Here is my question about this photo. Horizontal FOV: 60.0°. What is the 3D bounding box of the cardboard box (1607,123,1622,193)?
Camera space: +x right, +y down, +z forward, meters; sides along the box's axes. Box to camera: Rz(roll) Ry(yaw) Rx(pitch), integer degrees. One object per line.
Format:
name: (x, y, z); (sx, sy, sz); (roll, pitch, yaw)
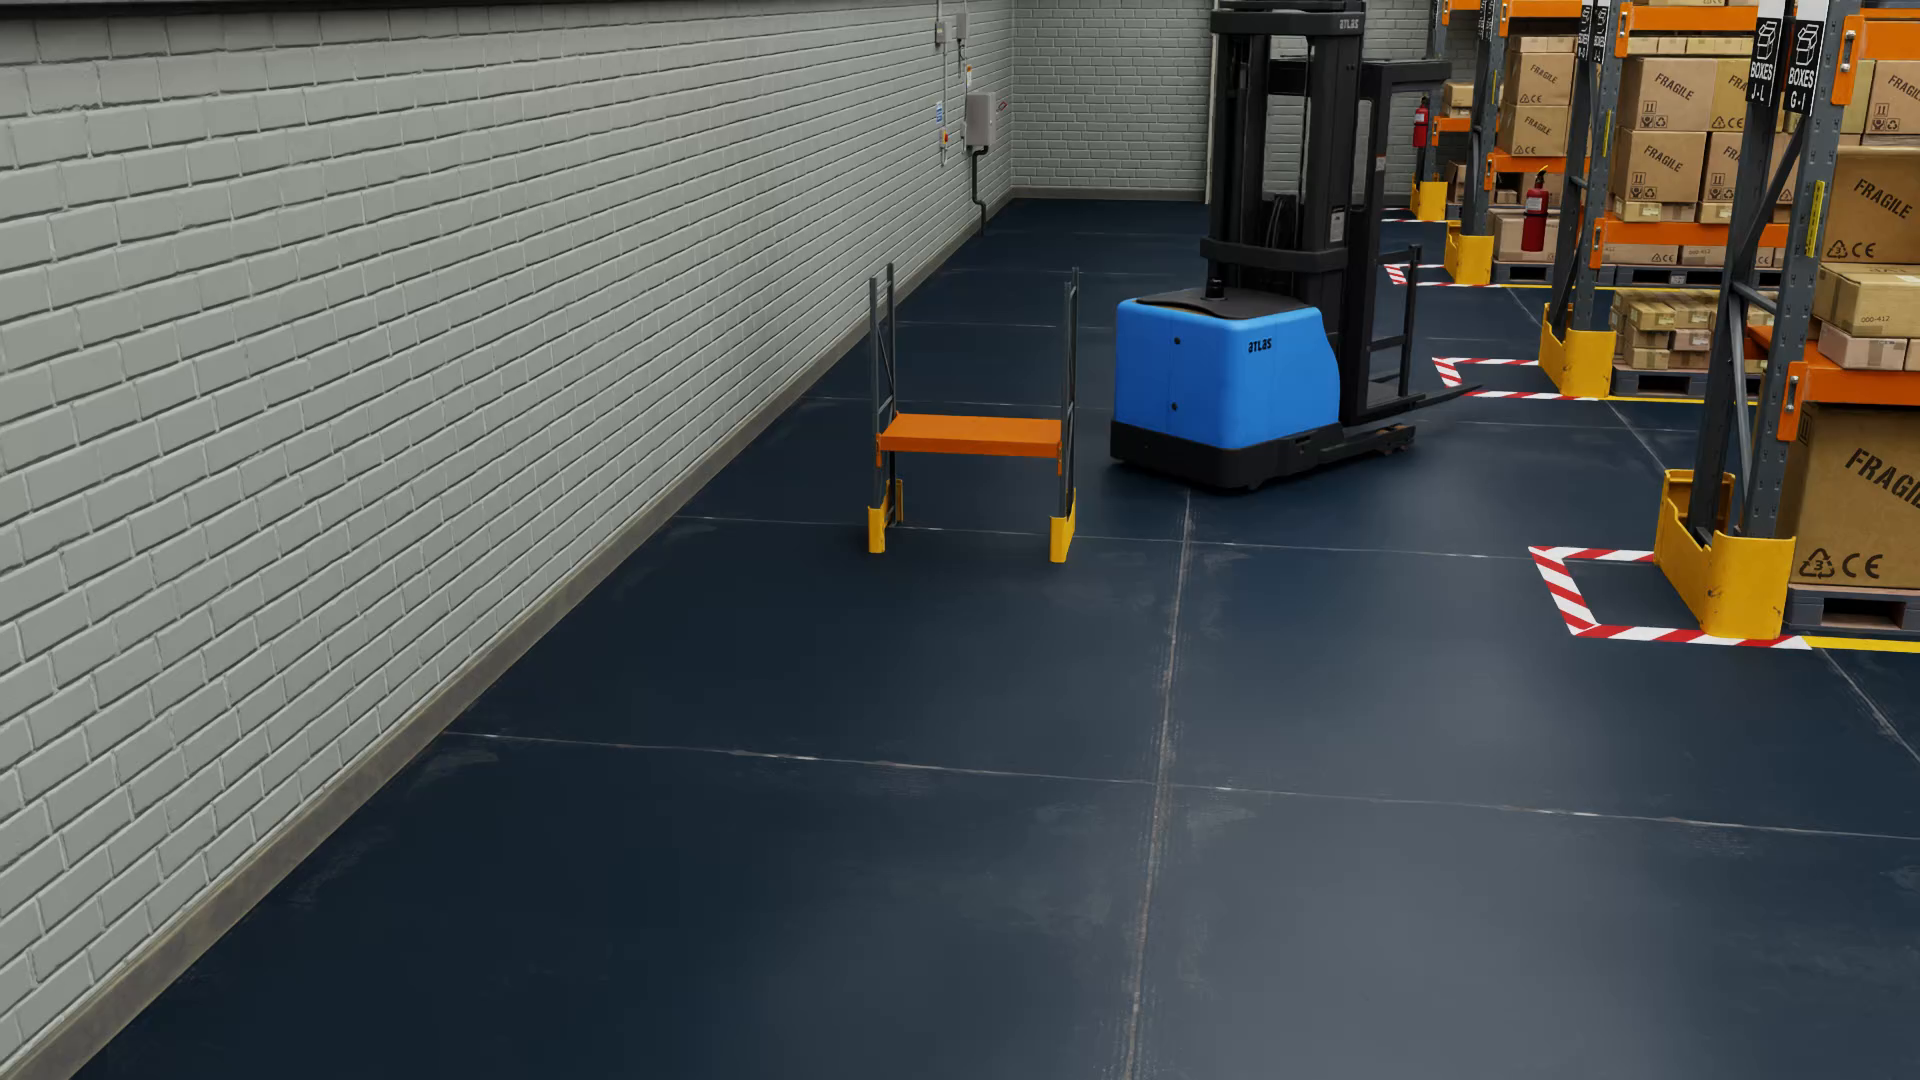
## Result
cardboard box: (5.214, -2.929, 12.704); (0.500, 0.500, 0.500); (3, 19, 10)

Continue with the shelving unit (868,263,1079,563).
shelving unit: (0.075, -0.707, 9.054); (1.083, 1.500, 0.587); (3, 19, 9)

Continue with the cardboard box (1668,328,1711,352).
cardboard box: (5.468, -1.533, 12.519); (0.250, 0.149, 0.380); (3, 19, 8)

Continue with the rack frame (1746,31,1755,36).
rack frame: (10.148, -5.592, 21.290); (0.127, 3.000, 1.000); (3, 19, 9)

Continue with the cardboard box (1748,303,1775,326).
cardboard box: (5.971, -1.664, 12.441); (0.250, 0.149, 0.380); (2, 19, 6)

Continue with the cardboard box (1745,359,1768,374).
cardboard box: (5.949, -1.358, 12.466); (0.250, 0.149, 0.380); (3, 19, 9)

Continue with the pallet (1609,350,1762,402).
pallet: (5.601, -1.304, 12.869); (1.213, 0.211, 1.003); (3, 19, 9)

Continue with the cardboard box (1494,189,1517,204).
cardboard box: (7.201, -4.547, 21.996); (0.250, 0.149, 0.380); (2, 19, 6)

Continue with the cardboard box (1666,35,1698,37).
cardboard box: (7.326, -5.046, 16.902); (0.250, 0.149, 0.380); (4, 19, 10)

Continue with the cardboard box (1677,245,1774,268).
cardboard box: (7.878, -3.131, 17.311); (0.875, 0.438, 0.875); (2, 19, 7)

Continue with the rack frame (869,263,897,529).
rack frame: (-0.418, -0.733, 9.129); (0.032, 1.500, 0.500); (3, 19, 9)

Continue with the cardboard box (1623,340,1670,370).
cardboard box: (5.196, -1.403, 12.601); (0.250, 0.149, 0.380); (3, 19, 10)

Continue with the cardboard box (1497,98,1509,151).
cardboard box: (5.933, -4.345, 17.403); (0.500, 0.500, 0.500); (3, 19, 9)

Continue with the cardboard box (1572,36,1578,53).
cardboard box: (6.230, -4.923, 16.534); (0.250, 0.149, 0.380); (4, 19, 10)

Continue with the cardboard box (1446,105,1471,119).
cardboard box: (6.480, -5.572, 21.625); (0.250, 0.149, 0.380); (3, 19, 8)

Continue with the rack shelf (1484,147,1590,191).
rack shelf: (7.390, -3.797, 17.057); (4.000, 0.370, 1.077); (3, 19, 9)

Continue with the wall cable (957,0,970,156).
wall cable: (0.058, -5.442, 19.238); (0.122, 1.984, 0.588); (3, 19, 9)

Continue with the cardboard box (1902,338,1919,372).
cardboard box: (4.395, -0.881, 7.605); (0.250, 0.149, 0.380); (3, 19, 8)

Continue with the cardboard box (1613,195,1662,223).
cardboard box: (4.998, -2.445, 12.278); (0.250, 0.149, 0.380); (3, 19, 8)

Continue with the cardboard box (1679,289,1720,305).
cardboard box: (5.807, -1.861, 13.031); (0.250, 0.149, 0.380); (3, 19, 7)

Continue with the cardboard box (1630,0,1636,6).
cardboard box: (5.221, -4.094, 12.321); (0.500, 0.250, 0.500); (3, 19, 7)

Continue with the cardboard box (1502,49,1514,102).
cardboard box: (5.929, -4.810, 17.219); (0.500, 0.500, 0.500); (4, 19, 10)

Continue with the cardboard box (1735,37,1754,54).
cardboard box: (7.758, -4.866, 16.364); (0.250, 0.149, 0.380); (3, 19, 7)

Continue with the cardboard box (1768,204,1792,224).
cardboard box: (6.054, -2.423, 12.213); (0.250, 0.149, 0.380); (3, 19, 8)

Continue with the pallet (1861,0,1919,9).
pallet: (4.577, -2.480, 7.401); (1.213, 0.211, 1.003); (3, 19, 9)

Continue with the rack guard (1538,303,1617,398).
rack guard: (4.805, -1.493, 12.979); (0.348, 0.500, 1.175); (3, 19, 9)

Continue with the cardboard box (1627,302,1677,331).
cardboard box: (5.193, -1.679, 12.488); (0.250, 0.149, 0.380); (2, 19, 6)

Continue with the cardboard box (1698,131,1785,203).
cardboard box: (5.662, -2.743, 12.147); (0.500, 0.500, 0.500); (3, 19, 9)

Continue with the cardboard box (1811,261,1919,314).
cardboard box: (4.364, -1.263, 8.117); (0.500, 0.250, 0.500); (3, 19, 8)

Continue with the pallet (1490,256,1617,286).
pallet: (6.217, -2.900, 17.639); (1.213, 0.211, 1.003); (3, 19, 9)

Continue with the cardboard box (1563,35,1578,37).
cardboard box: (6.324, -5.121, 17.124); (0.250, 0.149, 0.380); (3, 19, 8)

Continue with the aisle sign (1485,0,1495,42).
aisle sign: (5.298, -5.384, 16.570); (0.004, 0.787, 0.394); (3, 19, 9)

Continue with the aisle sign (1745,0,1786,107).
aisle sign: (3.820, -2.464, 7.844); (0.004, 0.787, 0.394); (3, 19, 9)

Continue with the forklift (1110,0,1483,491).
forklift: (2.406, -2.061, 10.845); (3.031, 2.935, 1.130); (-16, 24, -39)

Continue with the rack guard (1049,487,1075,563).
rack guard: (0.567, -0.090, 9.177); (0.087, 0.250, 0.587); (3, 19, 9)

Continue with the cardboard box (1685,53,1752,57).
cardboard box: (5.721, -3.375, 12.460); (0.500, 0.500, 0.500); (2, 19, 7)

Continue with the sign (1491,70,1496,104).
sign: (5.321, -4.513, 16.575); (0.005, 0.325, 0.100); (3, 19, 9)

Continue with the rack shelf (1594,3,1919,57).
rack shelf: (6.704, -3.663, 11.931); (4.000, 0.370, 1.077); (3, 19, 9)

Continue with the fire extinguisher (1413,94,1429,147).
fire extinguisher: (5.980, -5.443, 21.552); (0.183, 0.674, 0.296); (3, 19, 9)

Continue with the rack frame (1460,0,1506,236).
rack frame: (5.415, -4.239, 17.243); (0.127, 3.000, 1.000); (3, 19, 9)

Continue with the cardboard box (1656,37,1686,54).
cardboard box: (7.000, -4.893, 16.444); (0.250, 0.149, 0.380); (3, 19, 9)

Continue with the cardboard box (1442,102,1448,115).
cardboard box: (6.568, -5.742, 22.133); (0.250, 0.149, 0.380); (3, 19, 8)

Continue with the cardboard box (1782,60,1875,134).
cardboard box: (6.140, -3.183, 11.887); (0.500, 0.500, 0.500); (2, 19, 7)

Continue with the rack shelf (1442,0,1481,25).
rack shelf: (8.173, -6.774, 21.229); (4.000, 0.370, 1.077); (3, 19, 9)

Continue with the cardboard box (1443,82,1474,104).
cardboard box: (6.695, -5.924, 22.047); (0.500, 0.250, 0.500); (3, 19, 10)
